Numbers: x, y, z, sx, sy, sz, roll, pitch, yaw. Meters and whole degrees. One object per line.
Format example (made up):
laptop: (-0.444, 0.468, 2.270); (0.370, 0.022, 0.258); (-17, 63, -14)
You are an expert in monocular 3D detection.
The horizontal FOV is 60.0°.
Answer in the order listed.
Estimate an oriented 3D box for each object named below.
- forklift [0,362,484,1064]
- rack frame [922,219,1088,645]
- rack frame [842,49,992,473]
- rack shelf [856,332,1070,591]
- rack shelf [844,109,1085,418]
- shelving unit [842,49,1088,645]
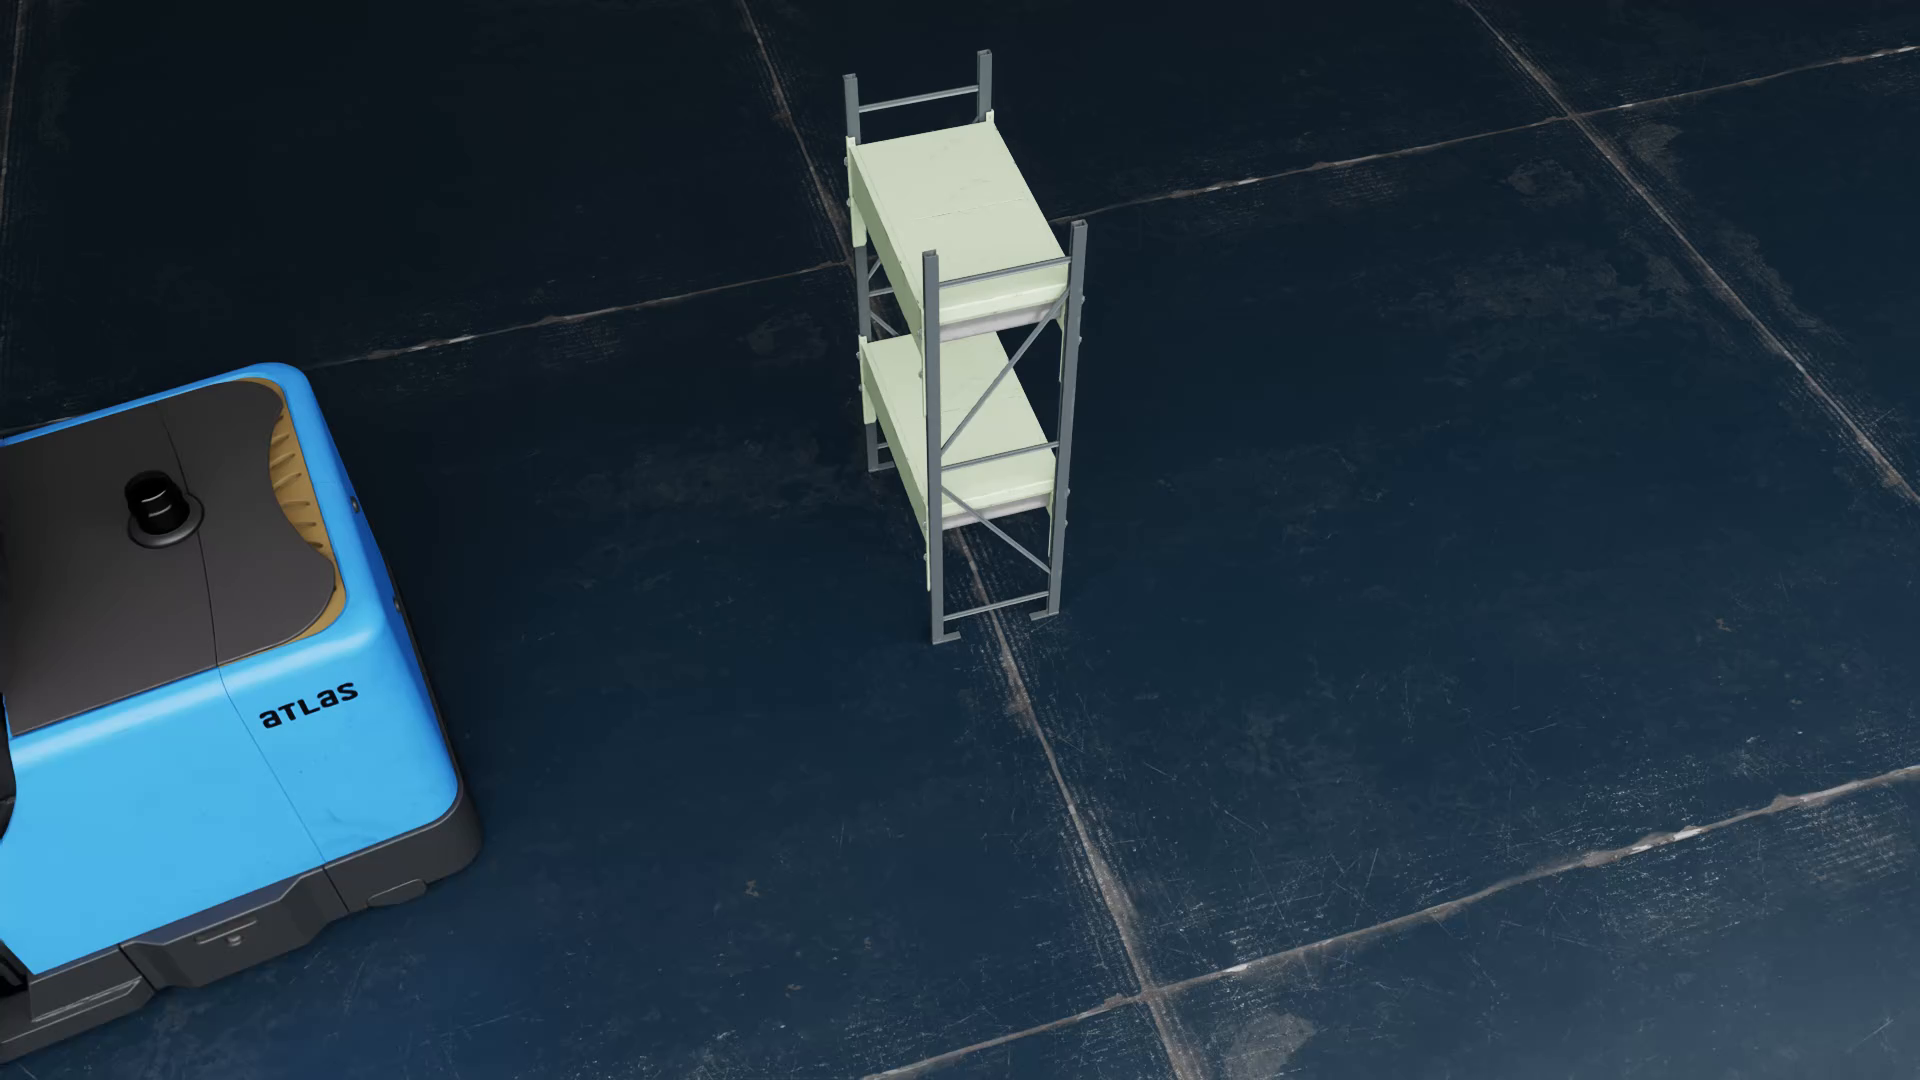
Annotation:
forklift: (-2.839, 0.093, 3.254); (3.031, 2.935, 1.130); (-20, 53, -16)
rack frame: (0.106, -0.221, 4.455); (0.400, 1.500, 0.023); (-13, 51, -11)
rack frame: (-0.110, -0.756, 4.906); (0.400, 1.500, 0.023); (-13, 51, -11)
rack shelf: (-0.002, -0.278, 4.930); (0.431, 0.370, 0.720); (-13, 51, -11)
rack shelf: (-0.002, -0.740, 4.382); (0.431, 0.370, 0.720); (-13, 51, -11)
shelving unit: (-0.002, -0.488, 4.681); (0.431, 1.500, 0.755); (-13, 51, -11)
